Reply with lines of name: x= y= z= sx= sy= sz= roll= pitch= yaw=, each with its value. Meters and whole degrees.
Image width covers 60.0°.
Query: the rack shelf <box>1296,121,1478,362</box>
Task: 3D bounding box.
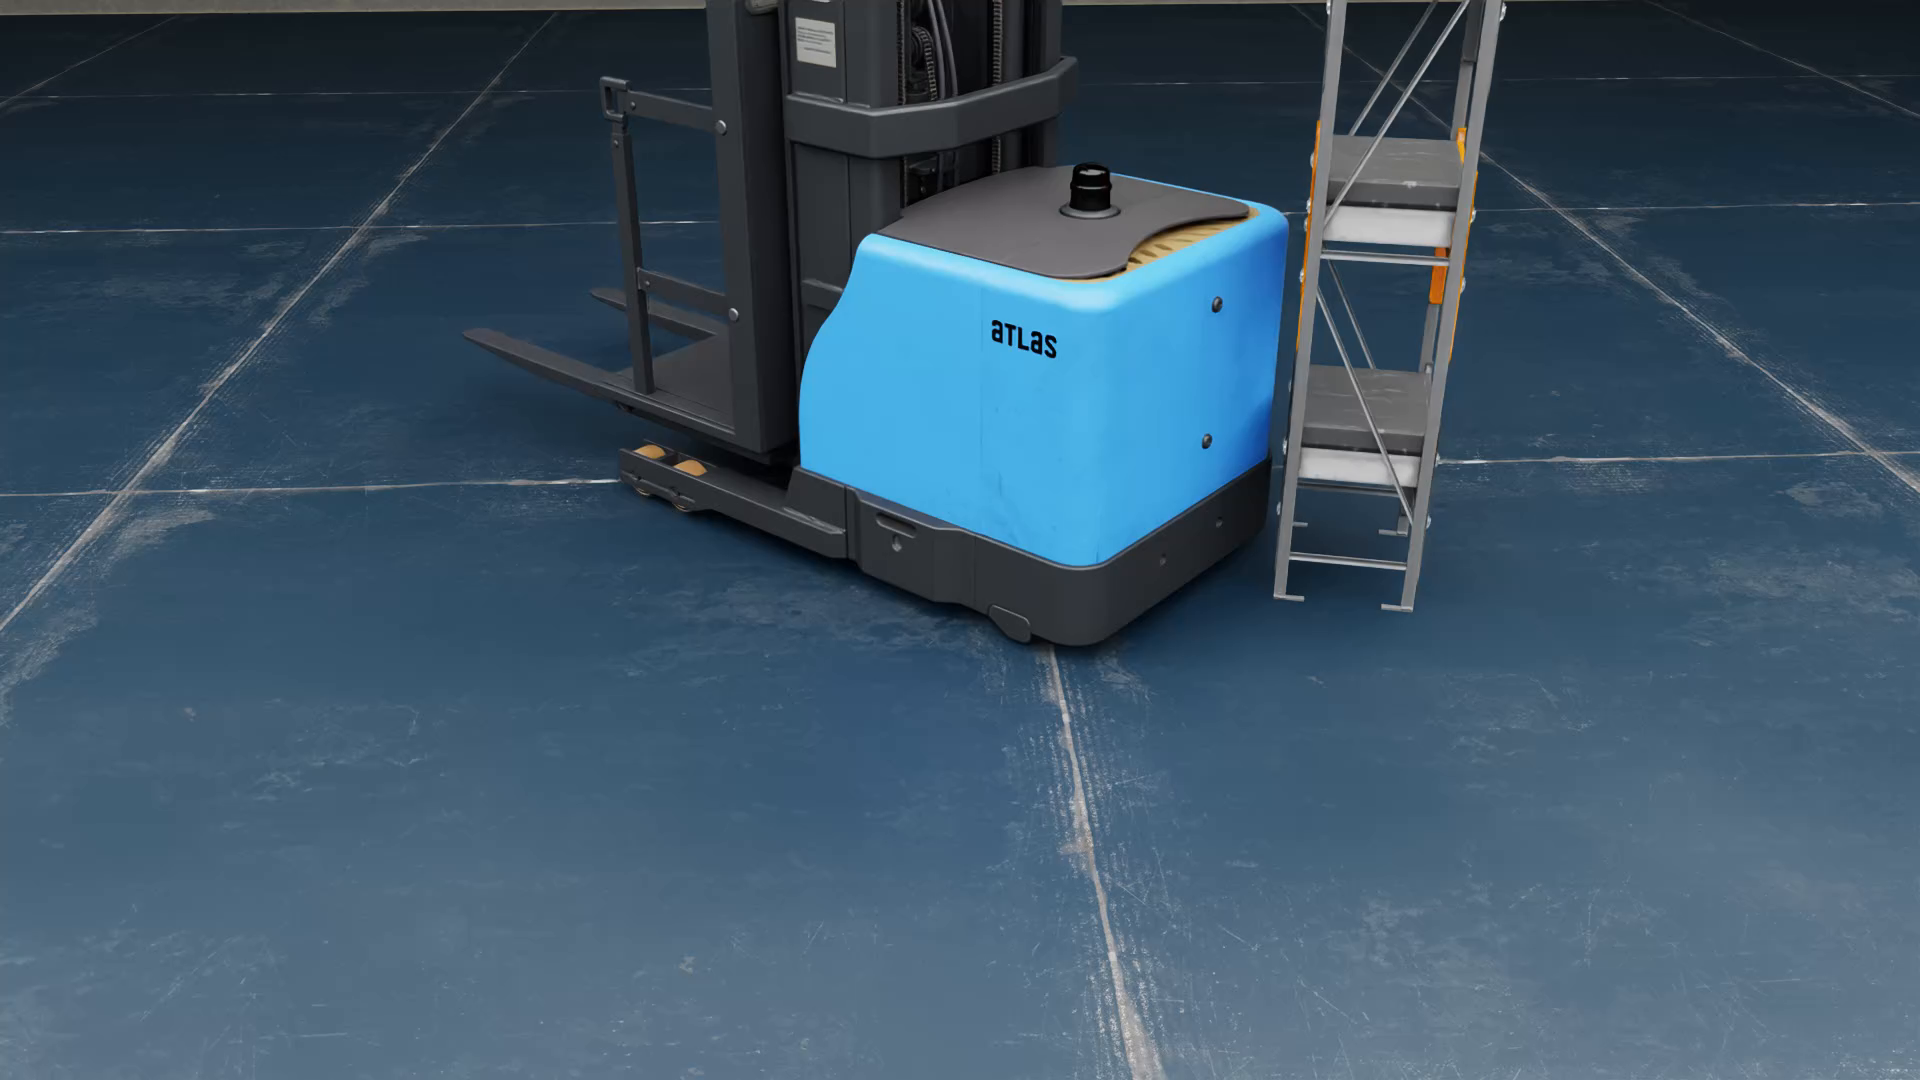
rack shelf: x=1.172 y=-0.839 z=4.618 sx=0.431 sy=0.518 sz=0.480 roll=5 pitch=28 yaw=10

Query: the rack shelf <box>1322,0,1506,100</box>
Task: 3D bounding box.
rack shelf: x=1.172 y=-1.460 z=4.294 sx=0.431 sy=0.518 sz=0.480 roll=5 pitch=28 yaw=10

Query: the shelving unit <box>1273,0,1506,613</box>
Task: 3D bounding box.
shelving unit: x=1.172 y=-0.851 z=4.612 sx=0.431 sy=2.100 sz=0.503 roll=5 pitch=28 yaw=10

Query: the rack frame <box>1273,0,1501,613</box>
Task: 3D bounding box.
rack frame: x=1.123 y=-0.741 z=4.400 sx=0.400 sy=2.100 sz=0.015 roll=5 pitch=28 yaw=10

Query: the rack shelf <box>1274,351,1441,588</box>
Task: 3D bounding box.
rack shelf: x=1.172 y=-0.219 z=4.942 sx=0.431 sy=0.518 sz=0.480 roll=5 pitch=28 yaw=10

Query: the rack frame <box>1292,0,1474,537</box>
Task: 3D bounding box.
rack frame: x=1.222 y=-0.962 z=4.823 sx=0.400 sy=2.100 sz=0.015 roll=5 pitch=28 yaw=10

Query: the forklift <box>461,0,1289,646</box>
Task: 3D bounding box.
forklift: x=-0.502 y=-1.558 z=5.068 sx=3.031 sy=2.935 sz=1.130 roll=21 pitch=34 yaw=34
